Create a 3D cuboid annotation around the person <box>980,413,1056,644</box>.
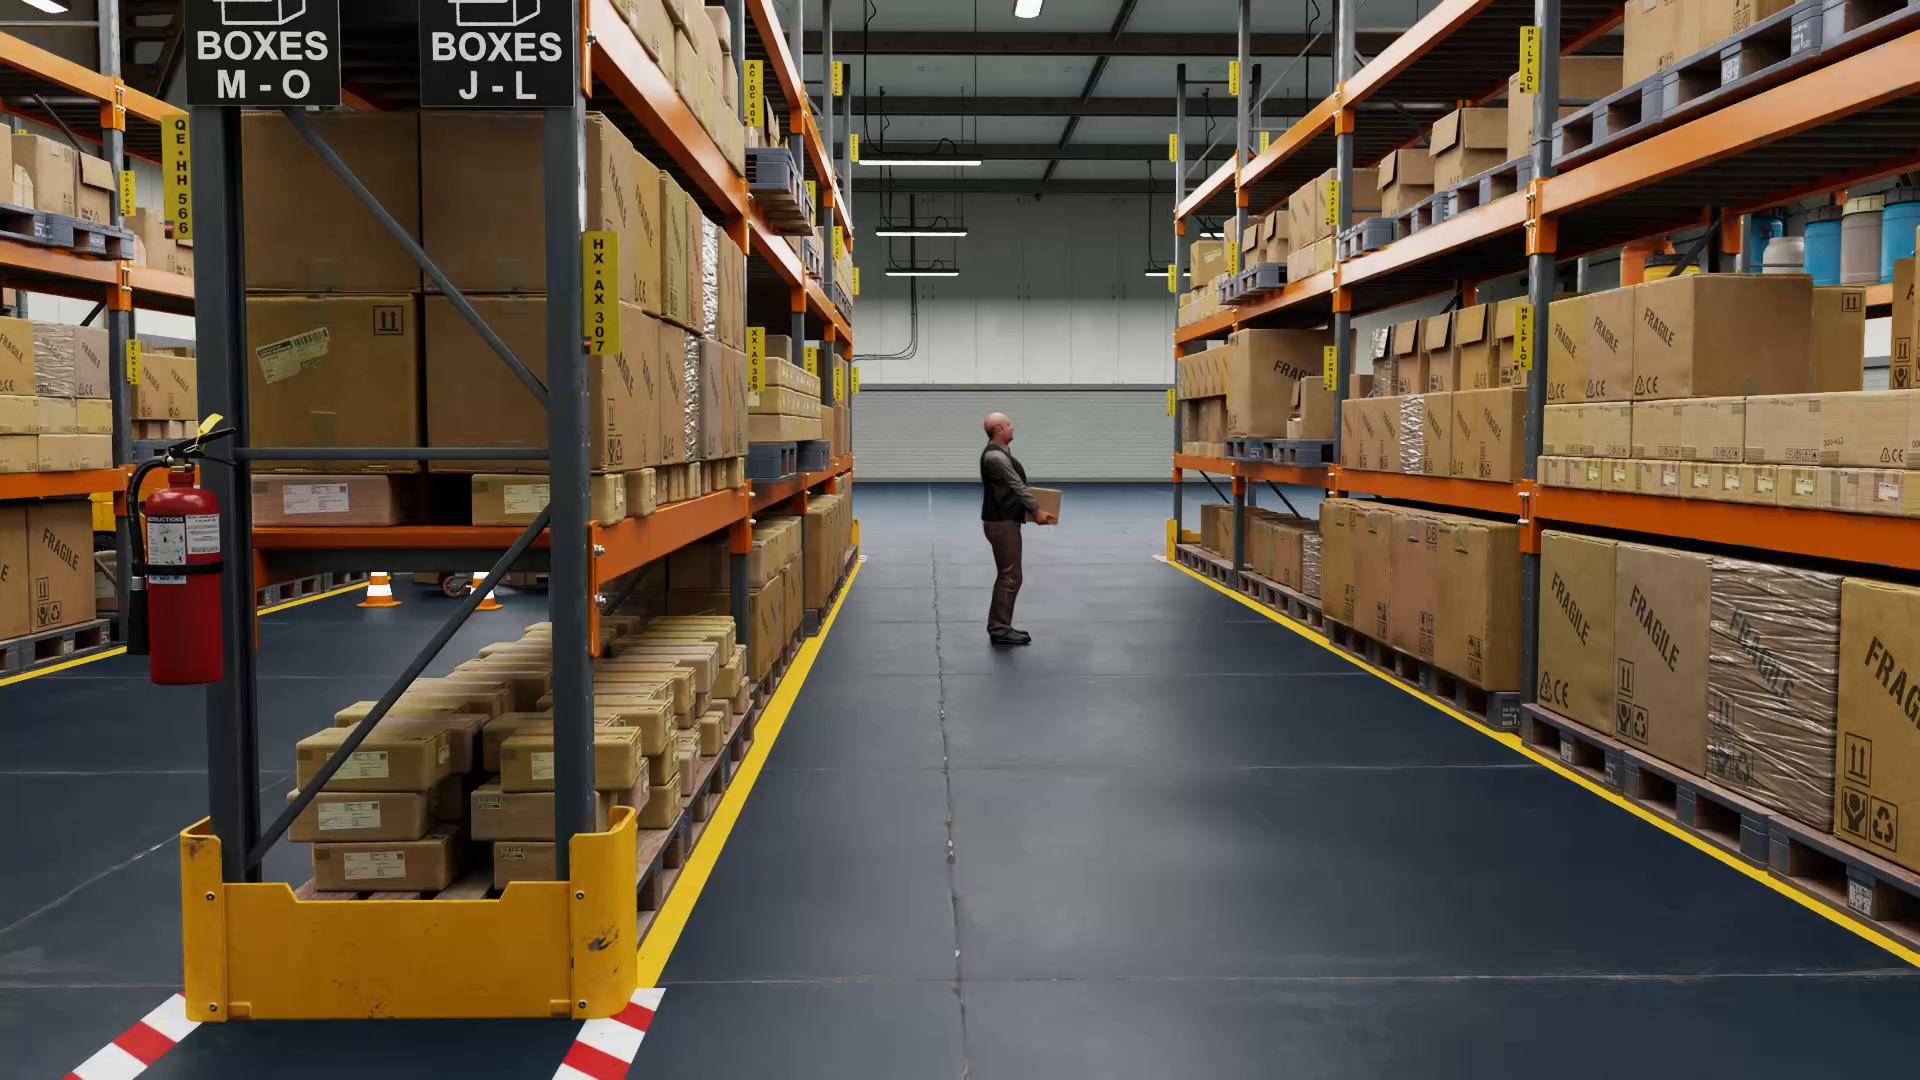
[{"bbox_3d":[0.428,-0.095,12.456,0.559,1.711,0.494,0,4,0],"label":"person"}]
